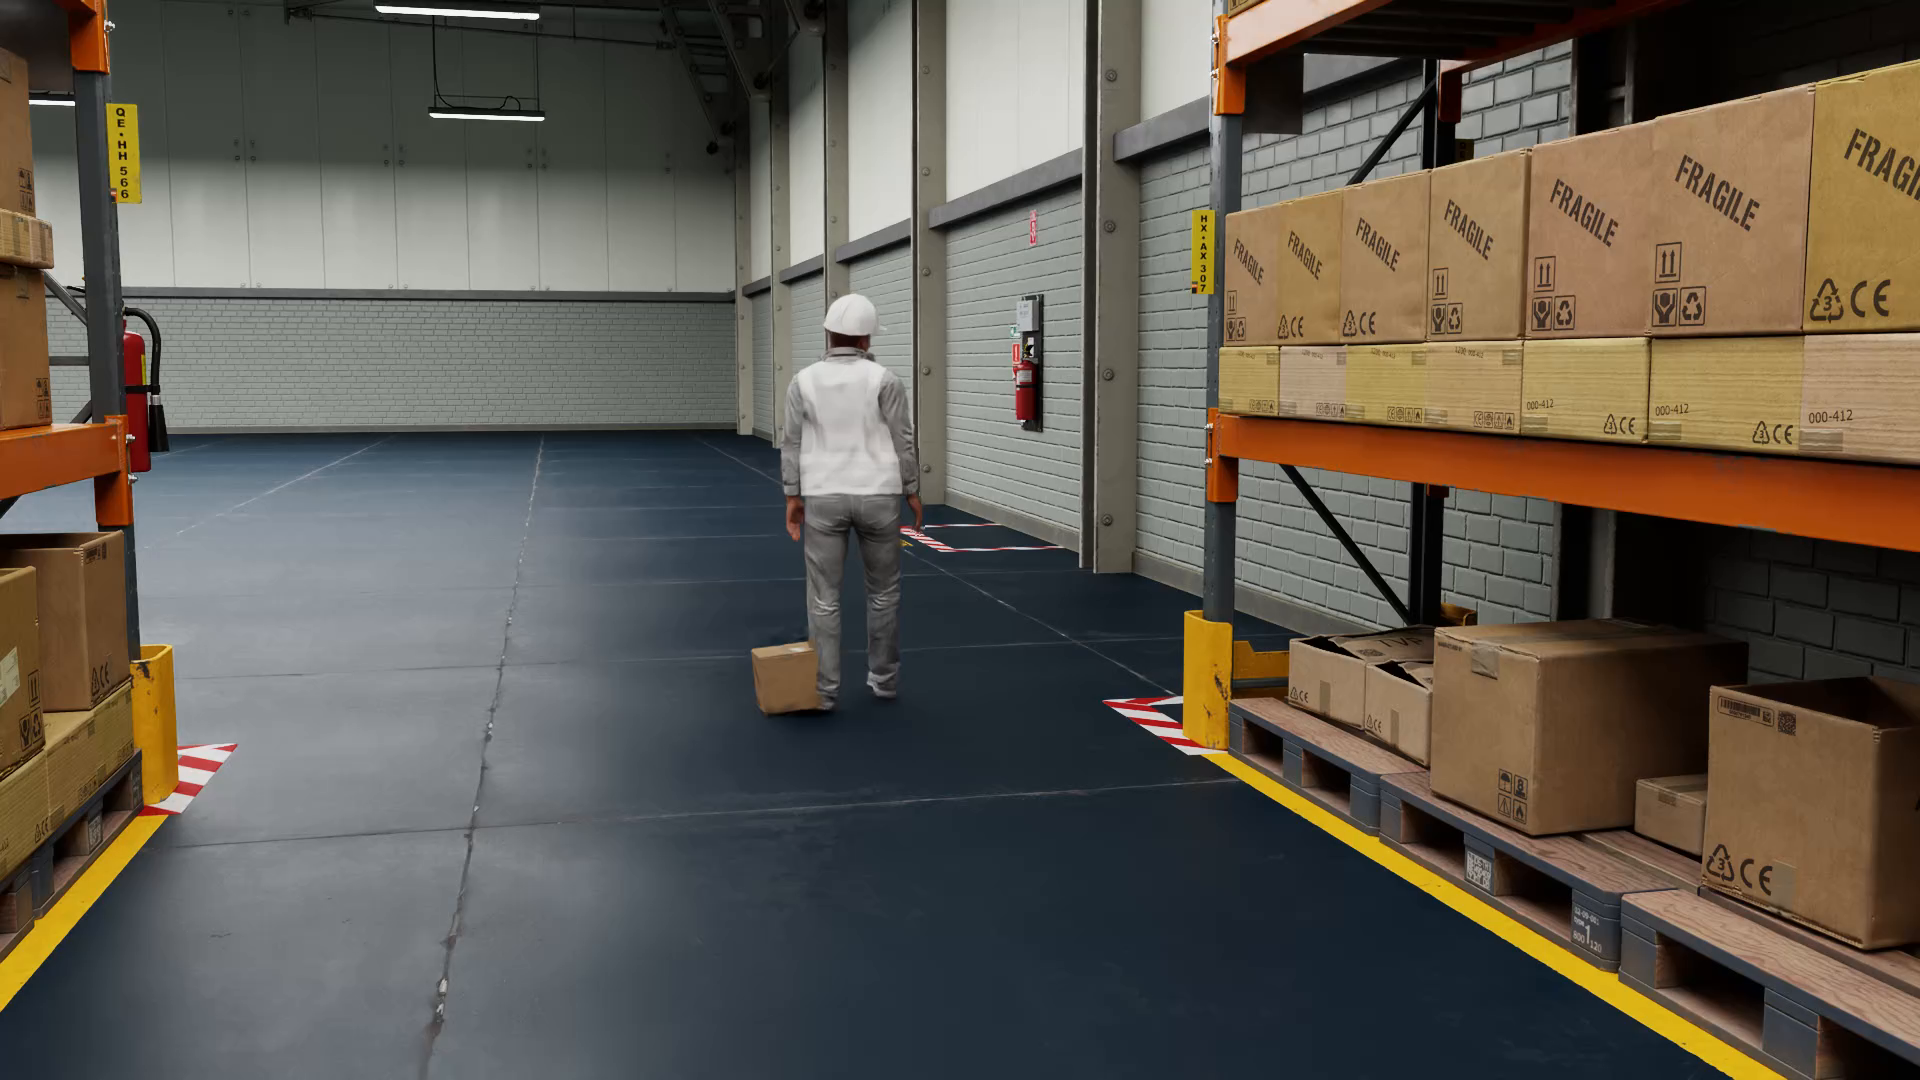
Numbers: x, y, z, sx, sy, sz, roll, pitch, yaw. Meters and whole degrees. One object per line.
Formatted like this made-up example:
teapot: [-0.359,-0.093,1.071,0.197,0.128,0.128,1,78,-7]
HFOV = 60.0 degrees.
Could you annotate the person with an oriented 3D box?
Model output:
person: [-0.466,-0.176,7.256,0.614,1.773,0.555,0,6,0]
